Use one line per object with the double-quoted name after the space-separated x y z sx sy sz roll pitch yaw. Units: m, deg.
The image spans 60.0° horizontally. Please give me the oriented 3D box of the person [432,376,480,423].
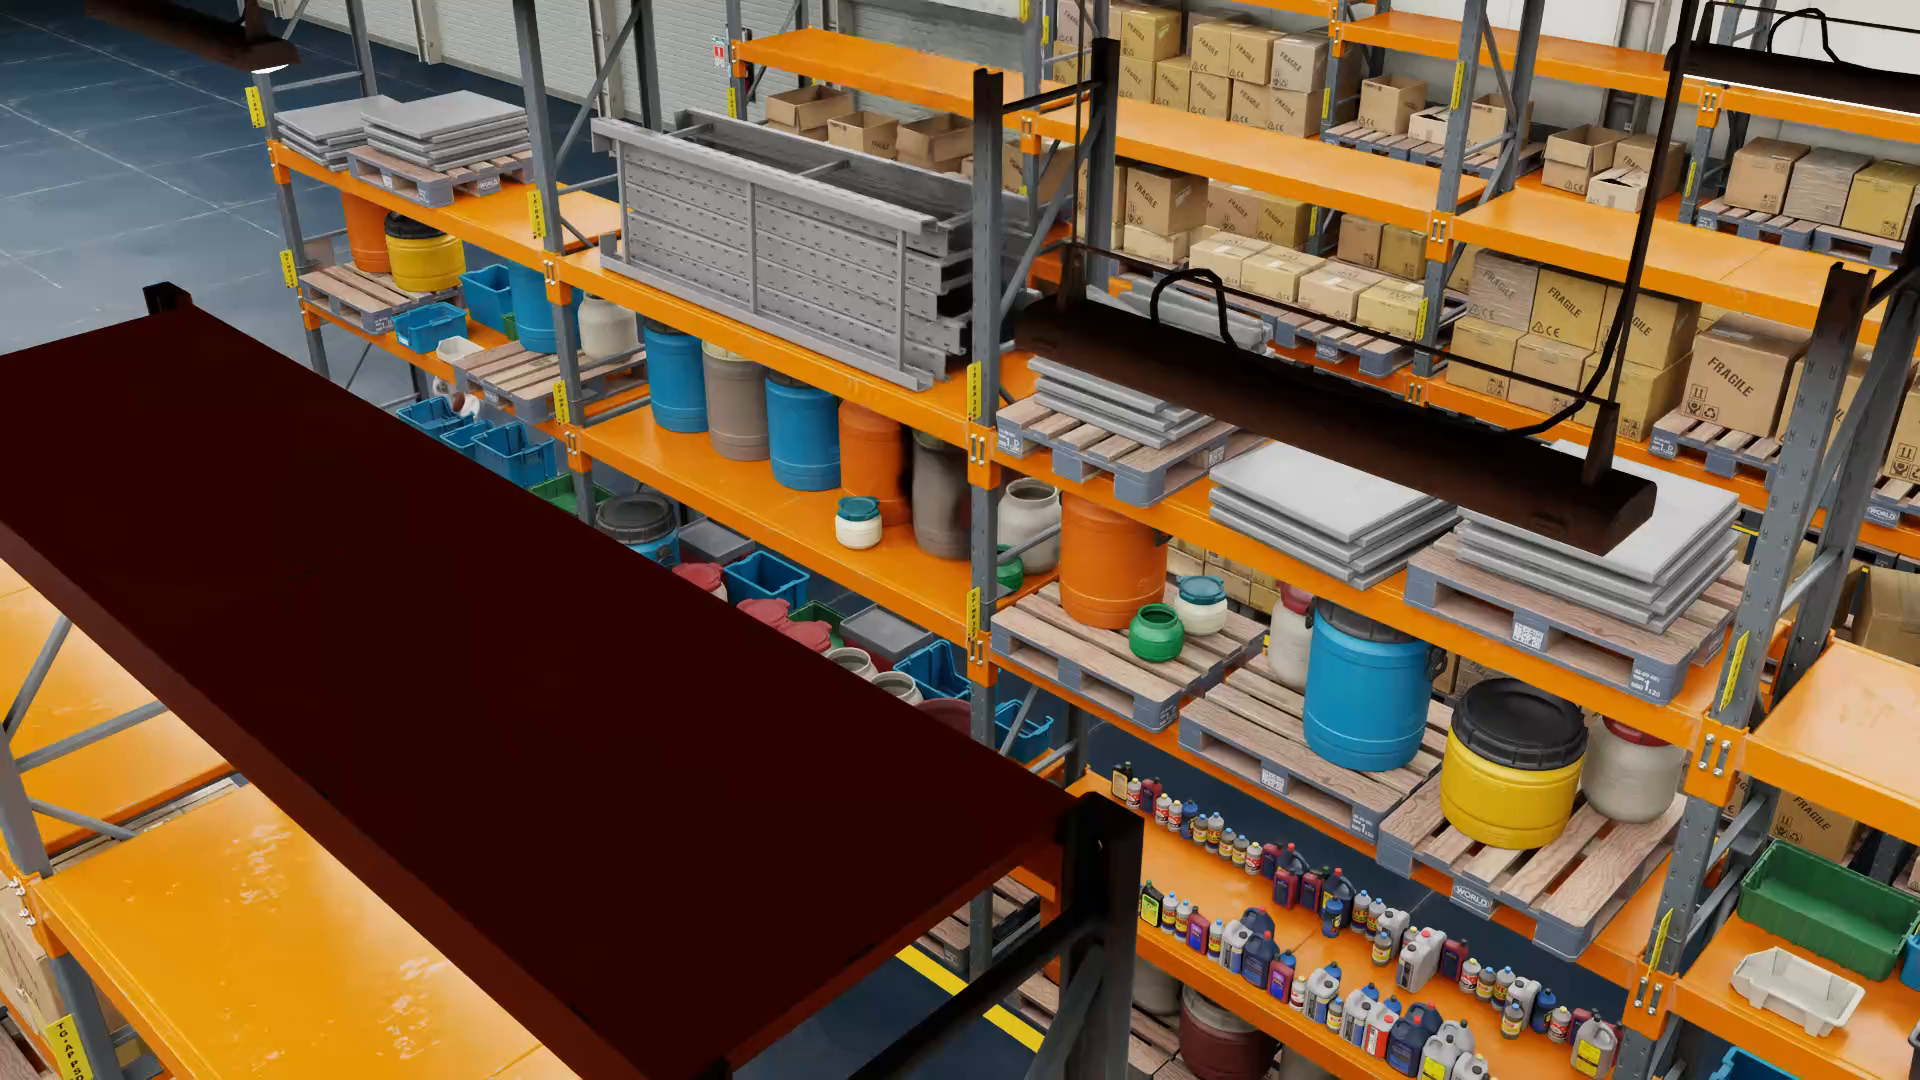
-4.987 -1.246 16.630 0.858 1.778 0.717 3 29 5 "person"
